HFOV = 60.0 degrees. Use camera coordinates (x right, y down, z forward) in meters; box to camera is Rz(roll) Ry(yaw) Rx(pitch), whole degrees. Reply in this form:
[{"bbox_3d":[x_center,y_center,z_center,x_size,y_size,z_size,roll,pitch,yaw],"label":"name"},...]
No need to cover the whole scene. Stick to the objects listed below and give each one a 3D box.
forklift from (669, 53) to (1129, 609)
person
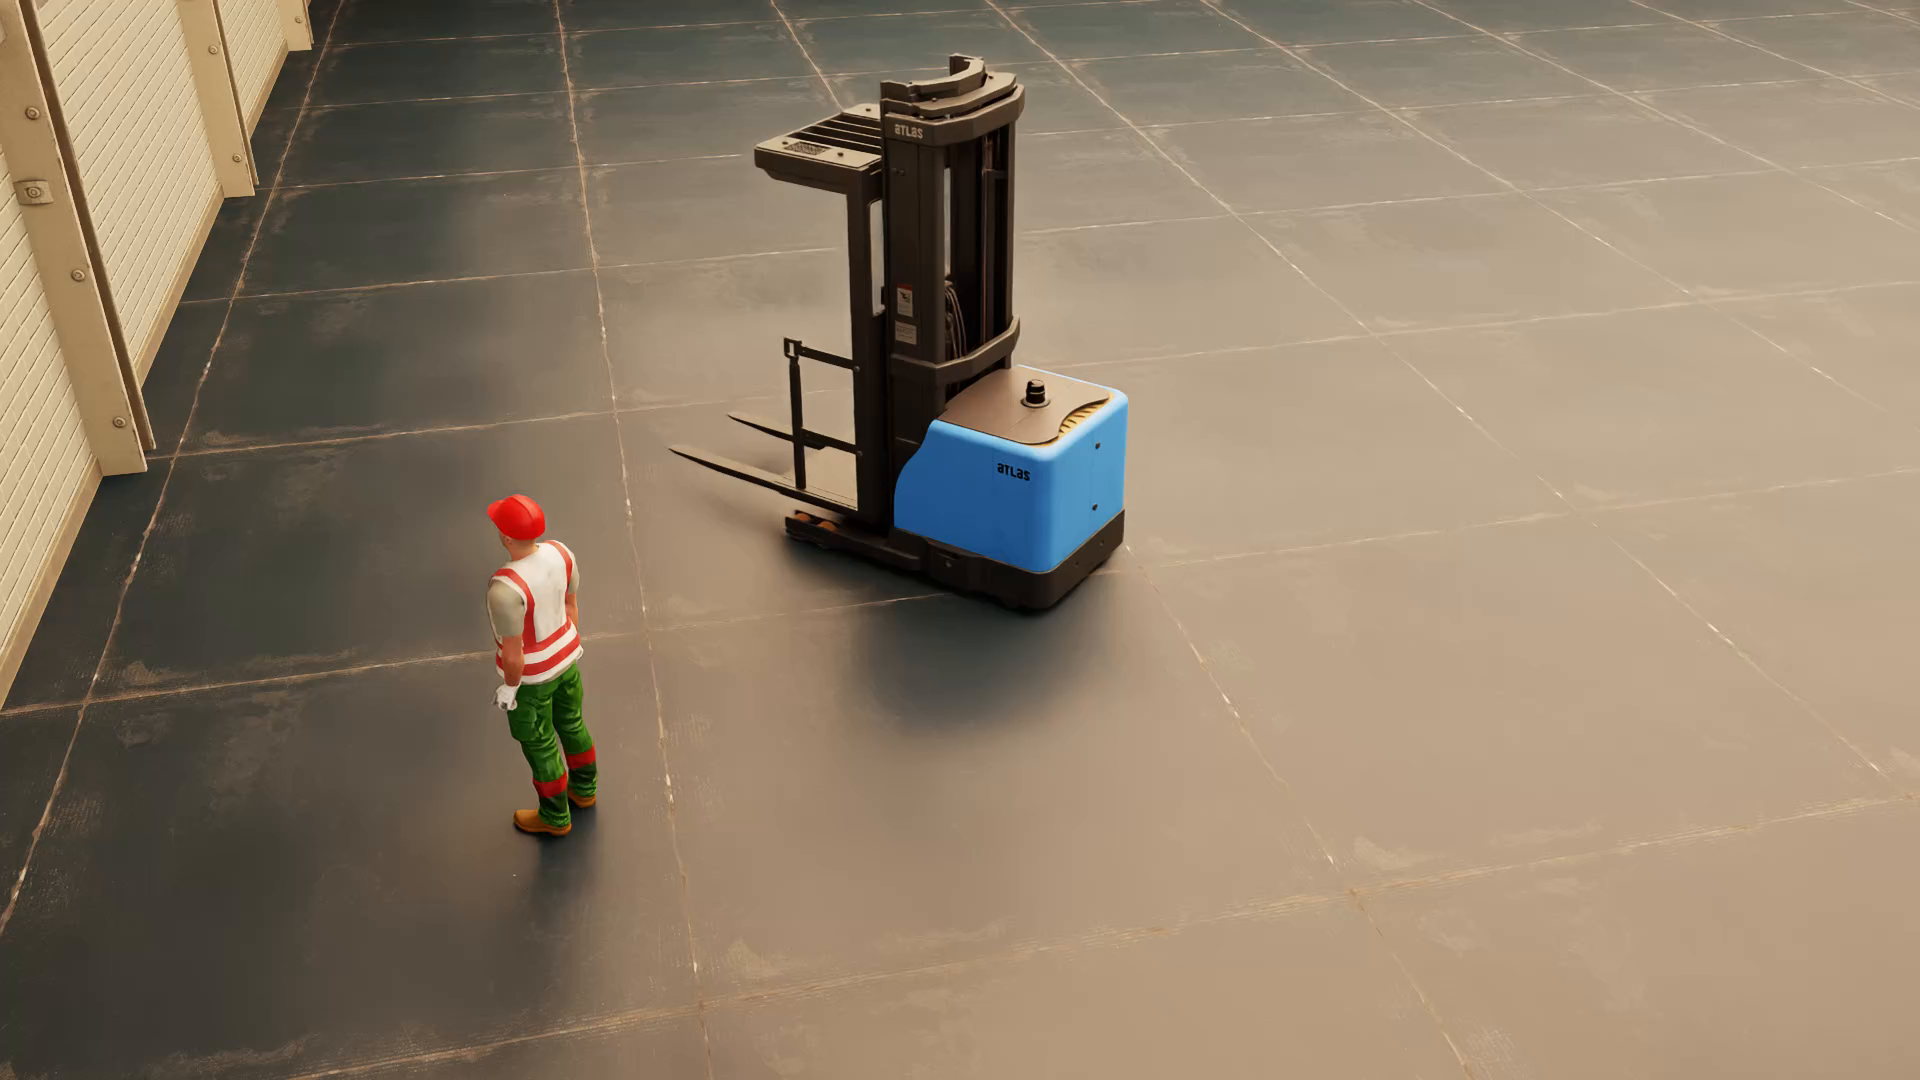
[{"bbox_3d":[-0.498,-1.419,10.025,3.031,2.935,1.130,18,35,28],"label":"forklift"},{"bbox_3d":[-1.971,0.579,7.713,0.369,1.795,0.528,14,33,23],"label":"person"}]
